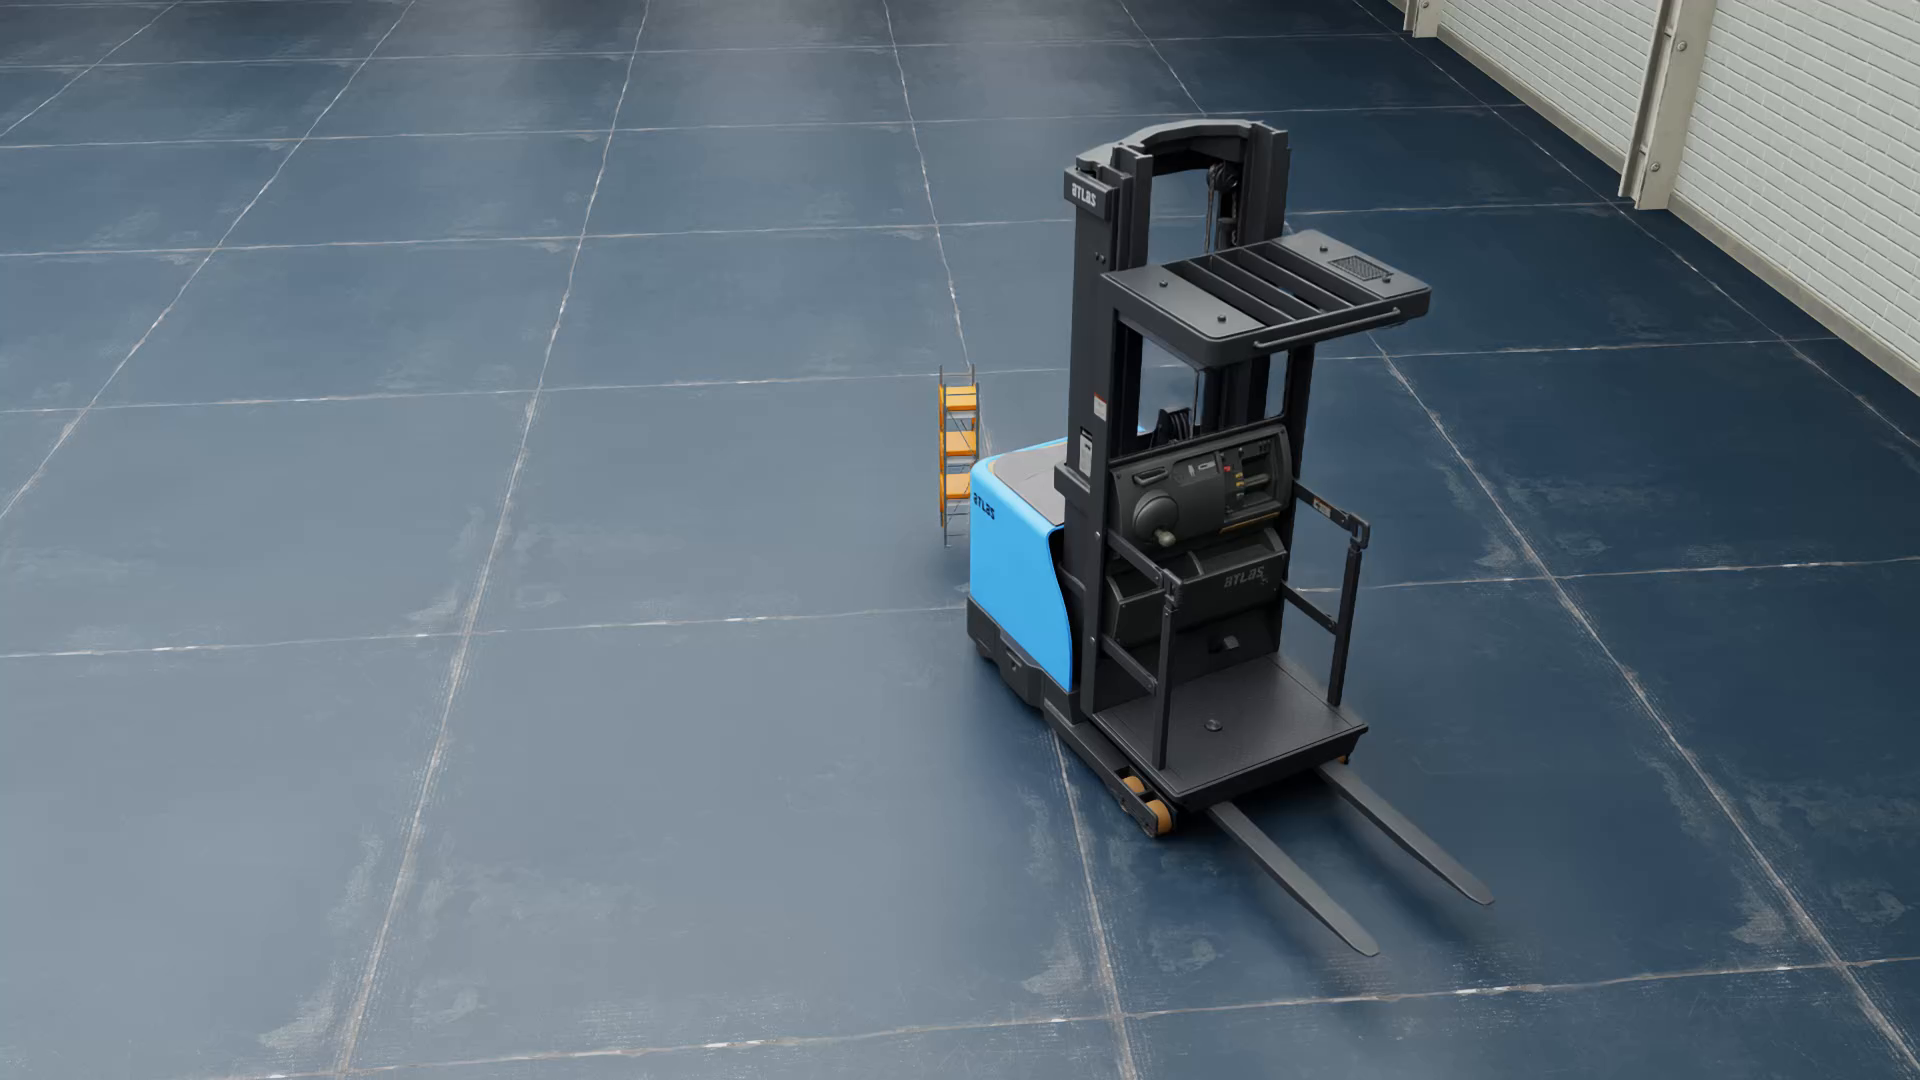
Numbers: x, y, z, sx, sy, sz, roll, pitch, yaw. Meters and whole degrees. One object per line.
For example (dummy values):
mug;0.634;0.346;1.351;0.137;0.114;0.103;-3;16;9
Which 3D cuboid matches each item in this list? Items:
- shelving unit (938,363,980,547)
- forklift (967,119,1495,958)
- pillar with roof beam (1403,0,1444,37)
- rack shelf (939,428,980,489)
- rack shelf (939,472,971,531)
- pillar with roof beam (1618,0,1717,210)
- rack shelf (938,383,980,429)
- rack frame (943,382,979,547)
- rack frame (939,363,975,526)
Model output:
shelving unit;-0.005;-0.478;9.527;0.215;1.050;0.252;-3;31;-5
forklift;1.184;-0.184;7.201;1.130;2.935;3.031;-16;34;-24
pillar with roof beam;1.236;-9.732;17.267;9.100;9.000;0.400;-3;31;-5
rack shelf;-0.005;-0.469;9.532;0.215;0.259;0.240;-3;31;-5
rack shelf;-0.005;-0.230;9.675;0.215;0.259;0.240;-3;31;-5
pillar with roof beam;1.797;-6.668;12.139;9.100;9.000;0.400;-3;31;-5
rack shelf;-0.005;-0.713;9.387;0.215;0.259;0.240;-3;31;-5
rack frame;0.006;-0.416;9.423;0.200;1.050;0.008;-3;31;-5
rack frame;-0.016;-0.540;9.631;0.200;1.050;0.008;-3;31;-5
